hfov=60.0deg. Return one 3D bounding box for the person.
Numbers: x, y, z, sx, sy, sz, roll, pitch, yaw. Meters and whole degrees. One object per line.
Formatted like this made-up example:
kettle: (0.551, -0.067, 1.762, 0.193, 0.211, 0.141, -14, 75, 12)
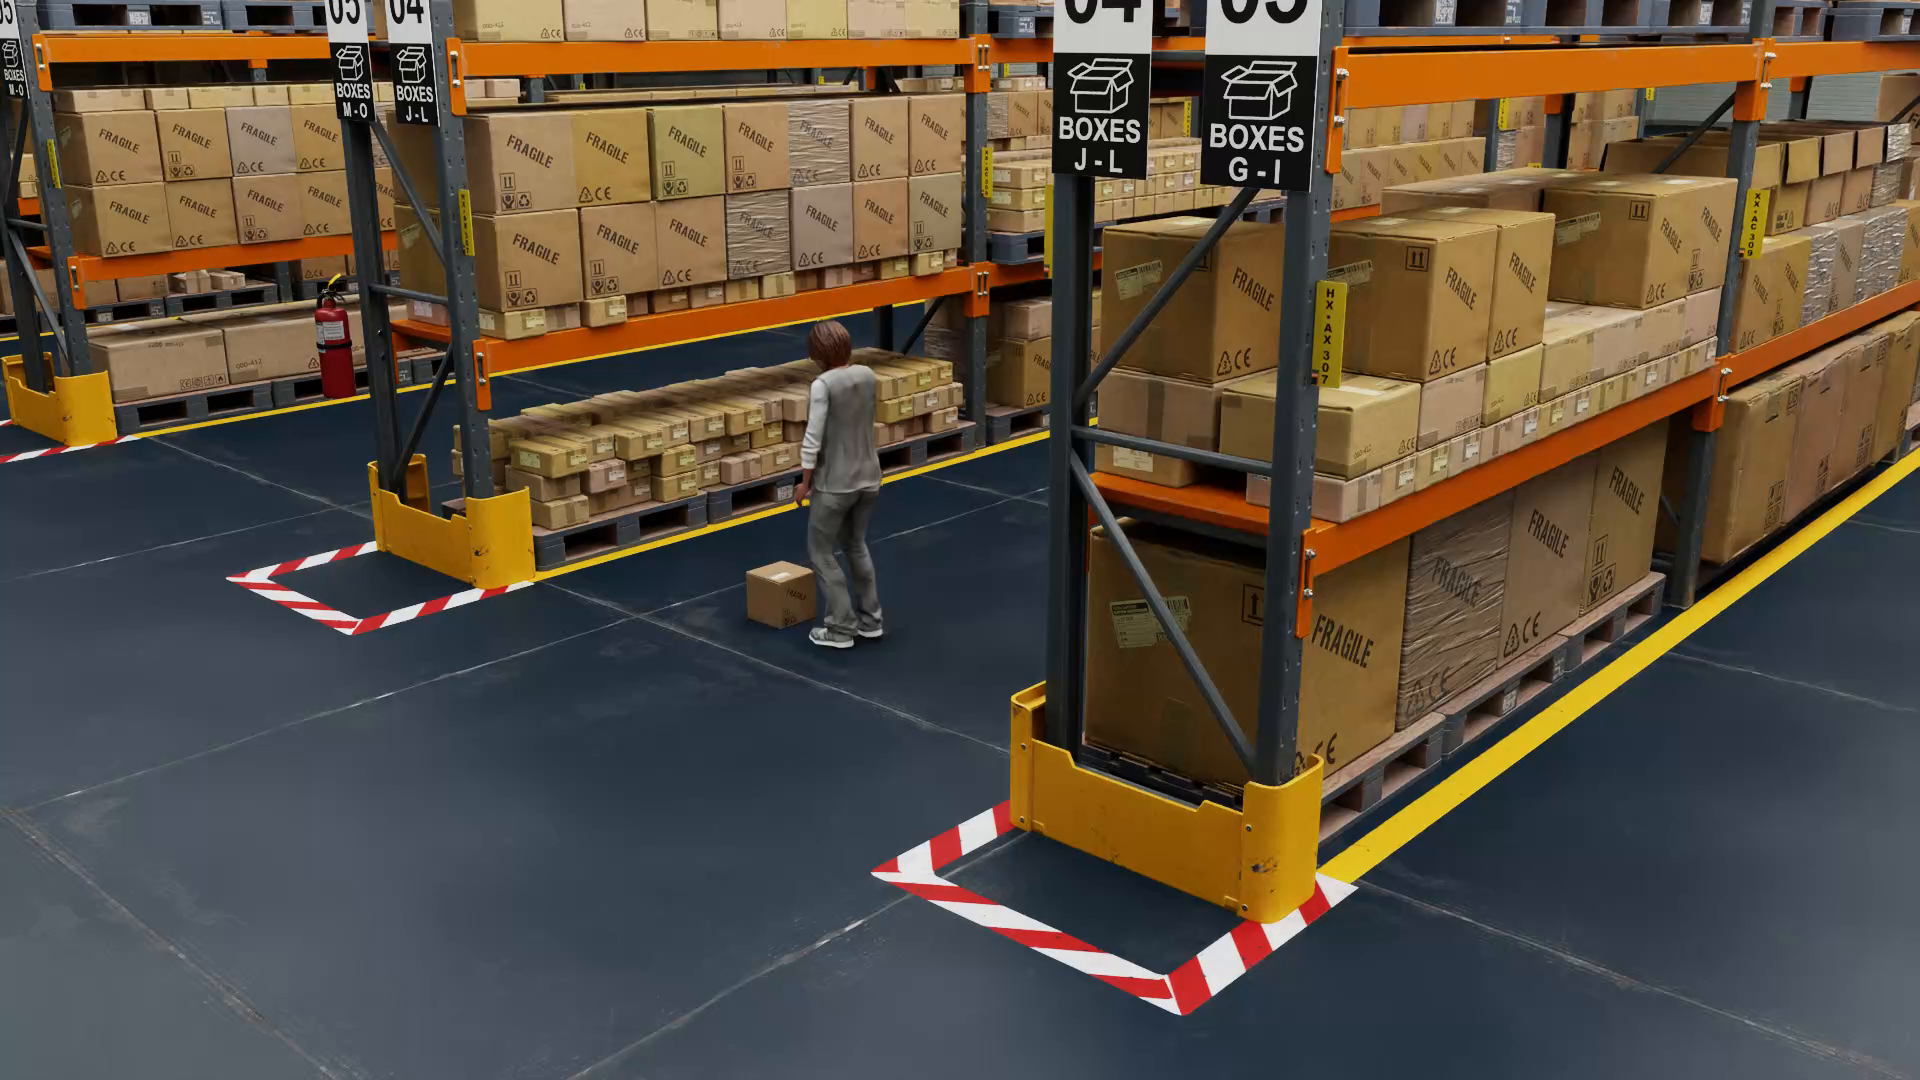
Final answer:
person: (-0.570, -0.144, 7.959, 0.310, 1.352, 0.417, 15, 23, 41)
